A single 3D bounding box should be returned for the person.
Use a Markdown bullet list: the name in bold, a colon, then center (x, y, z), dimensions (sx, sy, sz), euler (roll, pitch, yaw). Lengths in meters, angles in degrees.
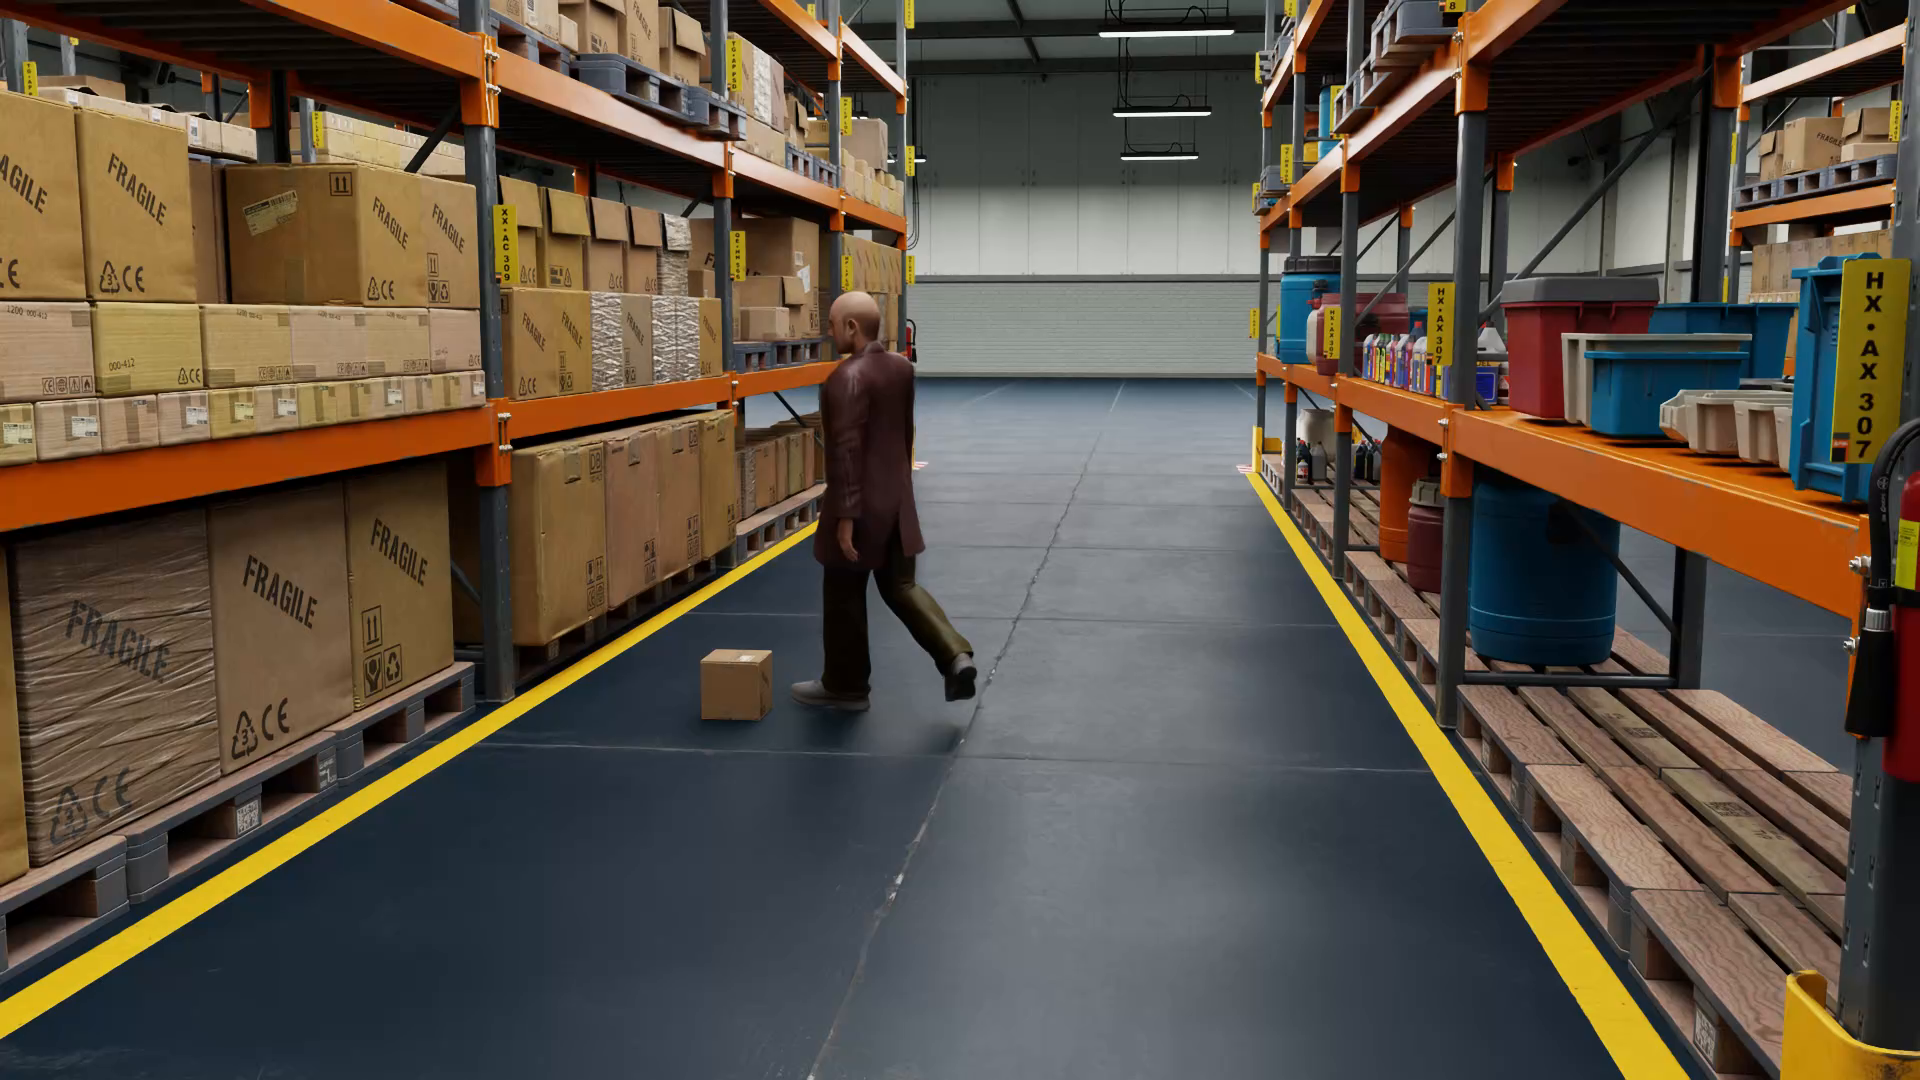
- **person**: center (-0.331, -0.136, 6.874), dimensions (0.934, 1.763, 0.652), euler (5, 9, 32)
